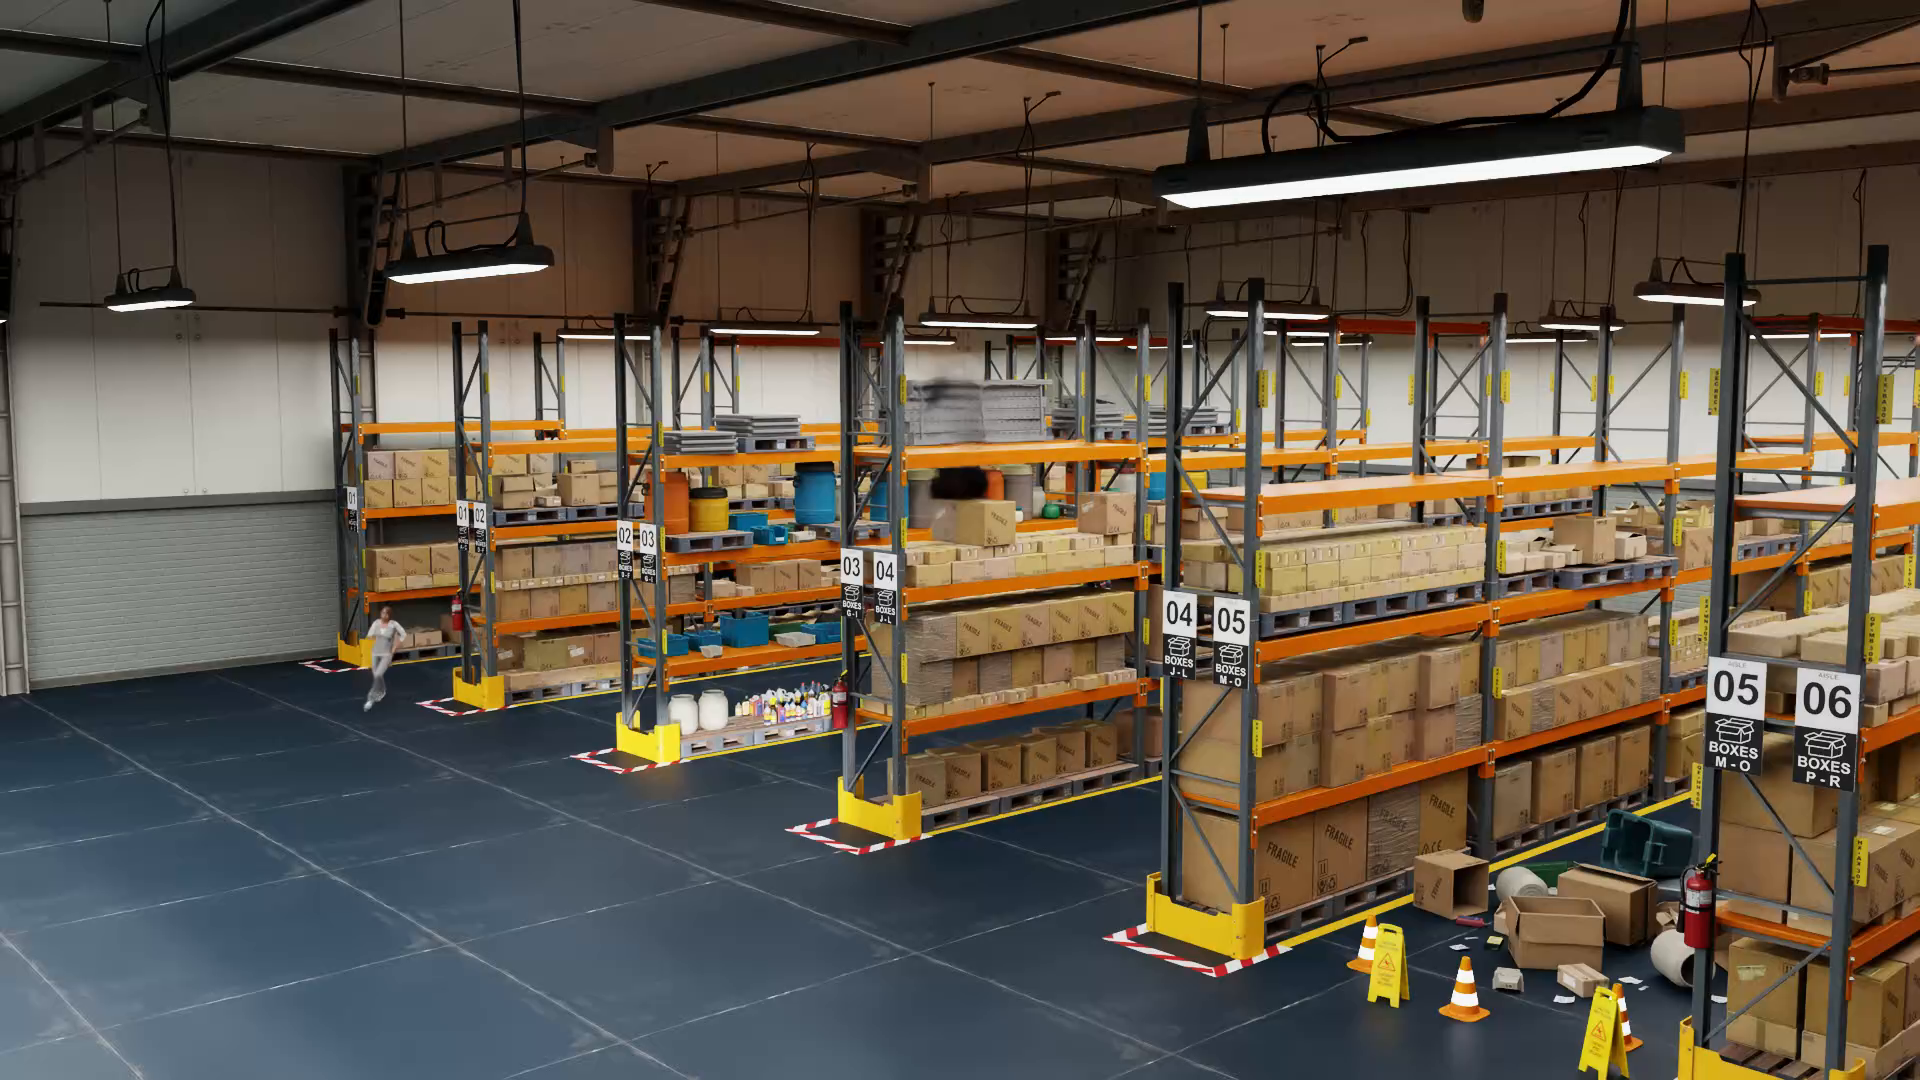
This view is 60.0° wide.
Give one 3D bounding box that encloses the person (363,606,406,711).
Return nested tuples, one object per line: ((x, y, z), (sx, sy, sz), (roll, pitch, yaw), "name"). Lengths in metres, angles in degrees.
((-8.980, 1.819, 25.964), (0.564, 1.595, 0.727), (1, 6, 7), "person")

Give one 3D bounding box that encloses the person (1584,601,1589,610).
((9.926, 1.766, 26.212), (0.595, 1.622, 0.597), (5, 8, 42), "person")
